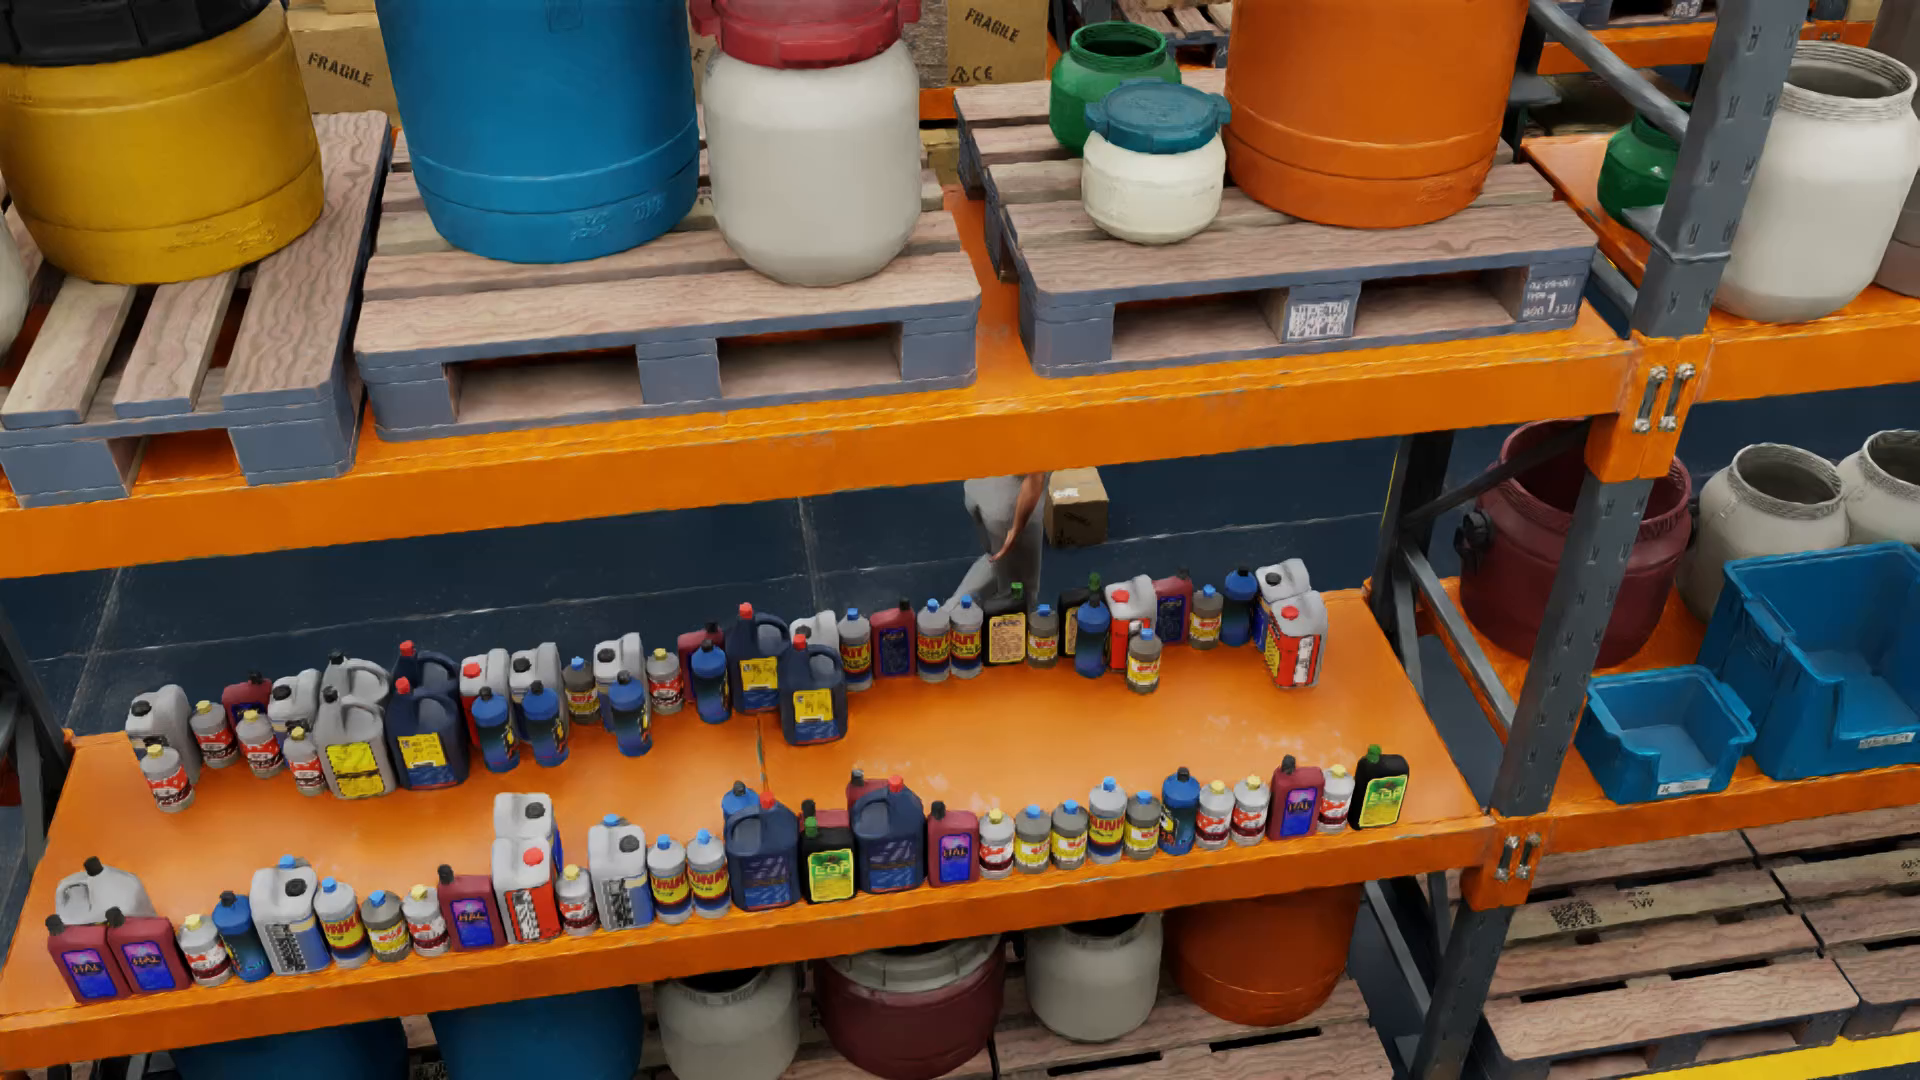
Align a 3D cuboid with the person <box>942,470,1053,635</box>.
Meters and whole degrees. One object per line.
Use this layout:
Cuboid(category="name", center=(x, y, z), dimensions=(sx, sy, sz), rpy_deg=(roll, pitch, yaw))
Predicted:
Cuboid(category="person", center=(0.159, -0.109, 6.311), dimensions=(0.615, 1.650, 0.452), rpy_deg=(-20, 43, -23))
